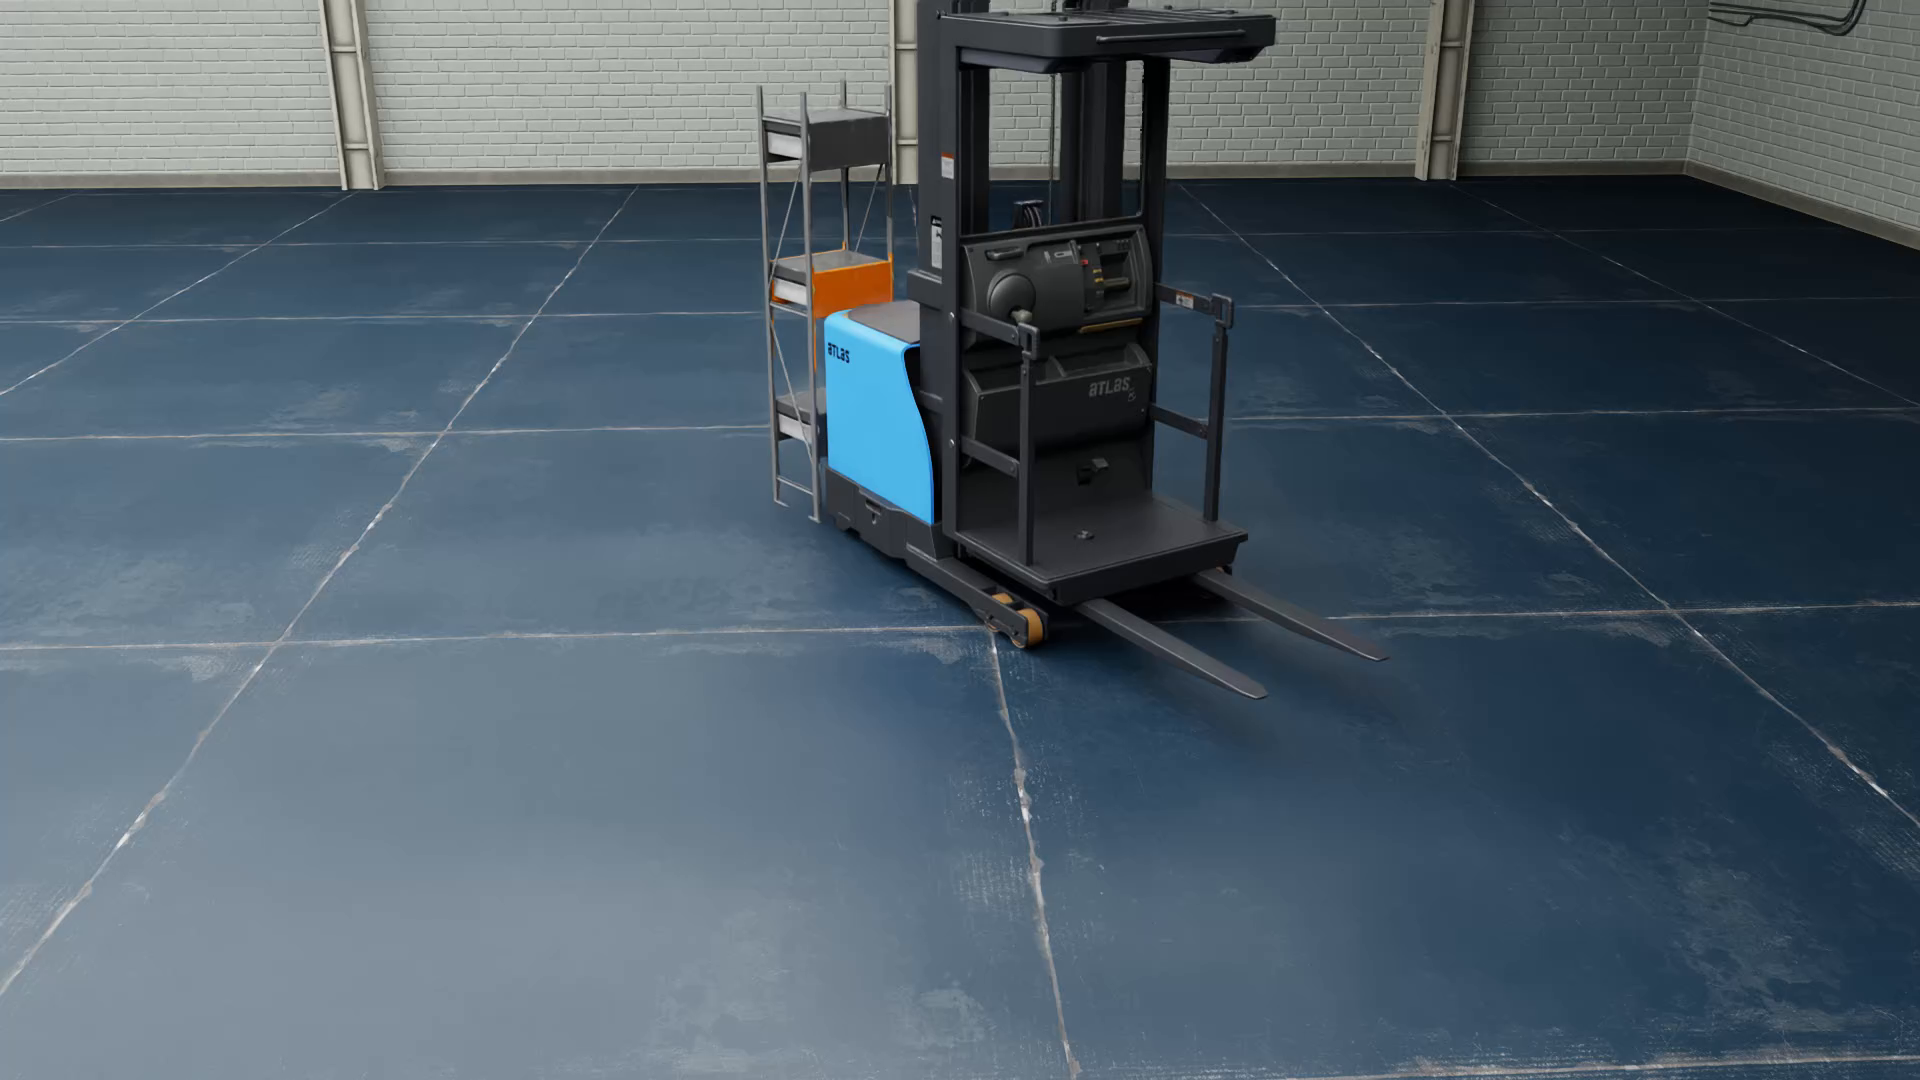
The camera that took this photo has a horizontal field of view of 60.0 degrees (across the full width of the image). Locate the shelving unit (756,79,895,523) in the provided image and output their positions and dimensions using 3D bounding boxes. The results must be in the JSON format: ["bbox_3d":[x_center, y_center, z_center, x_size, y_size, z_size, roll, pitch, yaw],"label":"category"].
[{"bbox_3d":[-0.646,-1.179,8.268,0.503,2.100,0.431,-16,26,-36],"label":"shelving unit"}]

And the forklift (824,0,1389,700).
[{"bbox_3d":[0.545,-1.108,6.912,1.130,2.935,3.031,-13,24,-30],"label":"forklift"}]

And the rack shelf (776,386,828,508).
[{"bbox_3d":[-0.646,-0.512,8.522,0.480,0.518,0.431,-16,26,-36],"label":"rack shelf"}]

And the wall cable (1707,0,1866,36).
[{"bbox_3d":[8.433,-6.471,16.835,0.112,2.526,3.097,-1,21,-3],"label":"wall cable"}]

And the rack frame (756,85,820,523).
[{"bbox_3d":[-0.834,-1.124,8.123,0.015,2.100,0.400,-16,26,-36],"label":"rack frame"}]

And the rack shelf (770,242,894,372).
[{"bbox_3d":[-0.646,-1.167,8.273,0.480,0.518,0.431,-16,26,-36],"label":"rack shelf"}]

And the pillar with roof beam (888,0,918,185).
[{"bbox_3d":[-0.328,-6.681,13.023,0.400,9.000,9.100,-1,21,-3],"label":"pillar with roof beam"}]

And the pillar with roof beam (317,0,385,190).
[{"bbox_3d":[-6.318,-6.559,12.702,0.400,9.000,9.100,-1,21,-3],"label":"pillar with roof beam"}]

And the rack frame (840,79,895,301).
[{"bbox_3d":[-0.457,-1.235,8.413,0.015,2.100,0.400,-16,26,-36],"label":"rack frame"}]

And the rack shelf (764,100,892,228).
[{"bbox_3d":[-0.646,-1.821,8.023,0.480,0.518,0.431,-16,26,-36],"label":"rack shelf"}]

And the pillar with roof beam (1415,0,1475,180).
[{"bbox_3d":[5.662,-6.803,13.343,0.400,9.000,9.100,-1,21,-3],"label":"pillar with roof beam"}]
